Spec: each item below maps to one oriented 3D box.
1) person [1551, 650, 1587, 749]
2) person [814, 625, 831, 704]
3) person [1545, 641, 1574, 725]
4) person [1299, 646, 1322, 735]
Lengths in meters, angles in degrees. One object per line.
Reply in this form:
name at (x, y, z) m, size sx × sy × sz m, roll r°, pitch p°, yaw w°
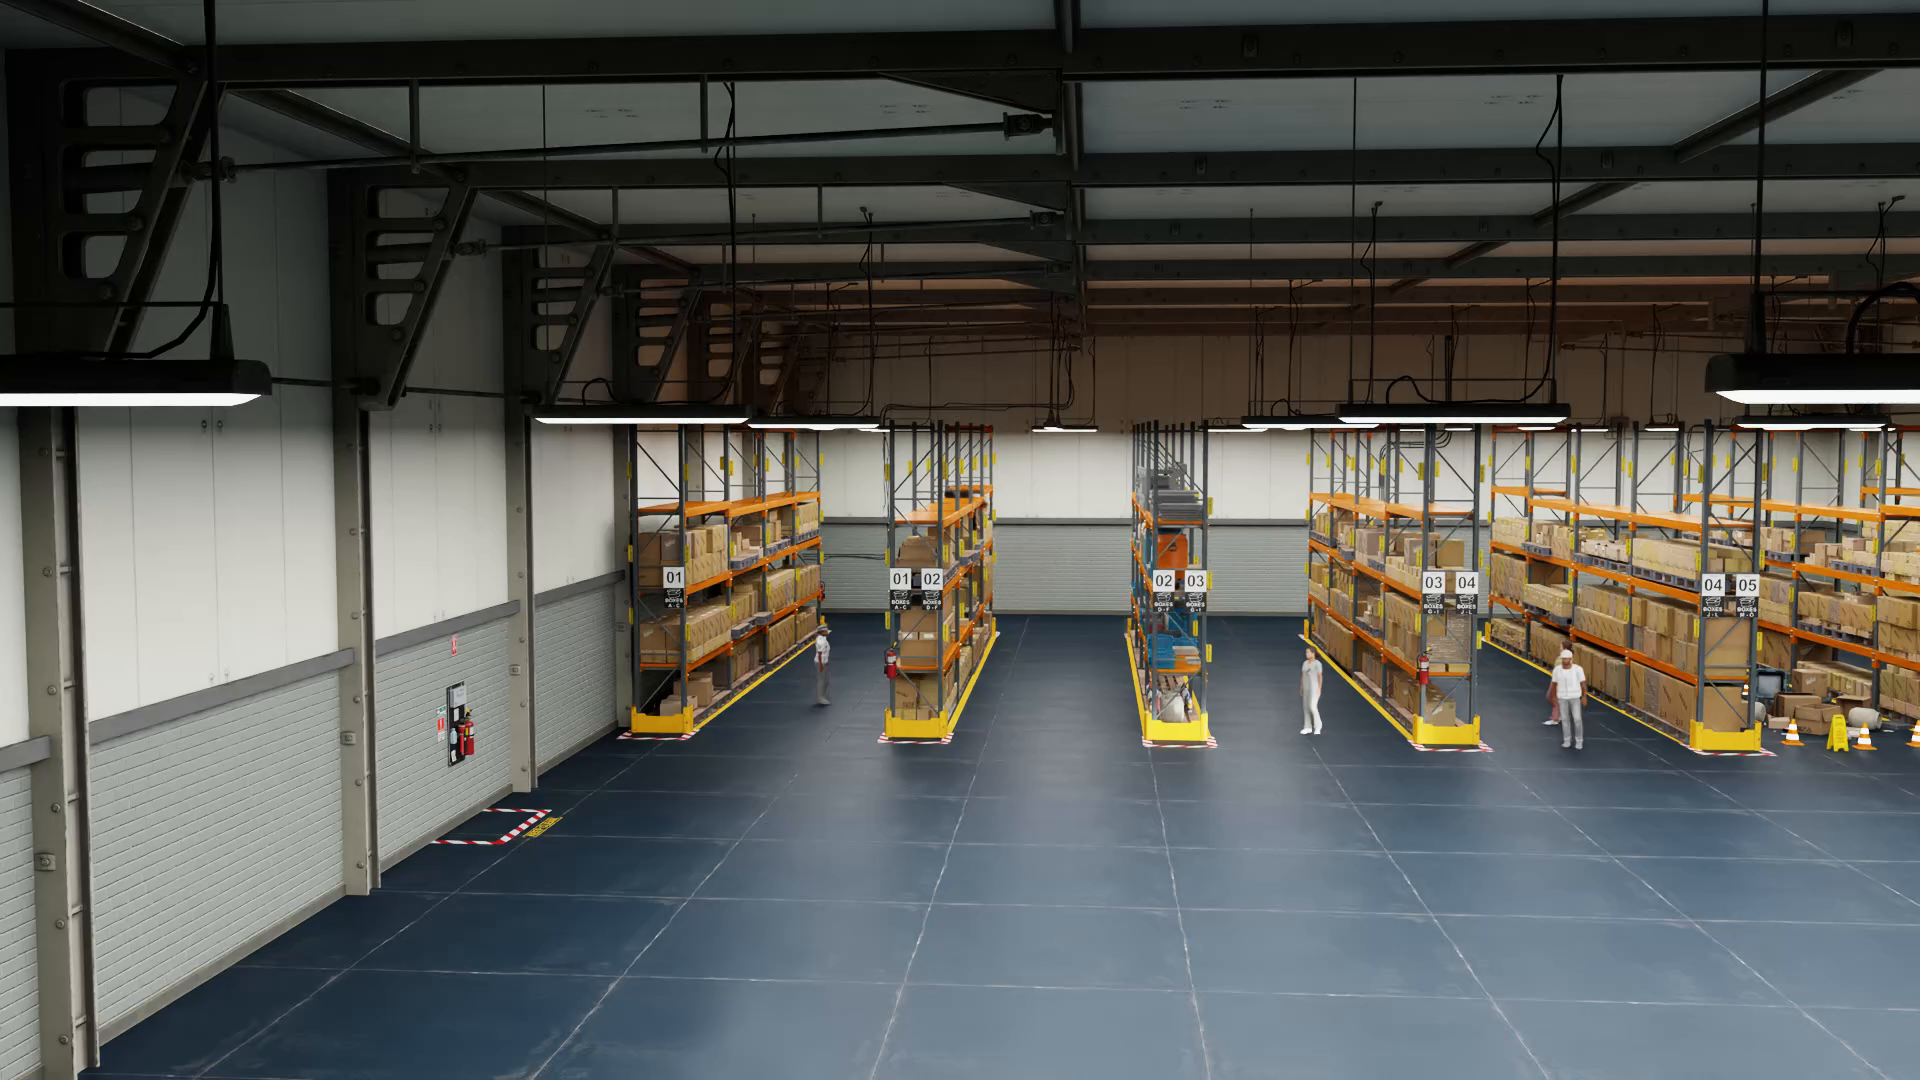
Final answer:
person at (11.148, 2.917, 30.492) m, size 0.624 × 1.803 × 0.401 m, roll 2°, pitch 4°, yaw 33°
person at (-2.940, 2.680, 35.518) m, size 0.350 × 1.764 × 0.522 m, roll 0°, pitch 4°, yaw 5°
person at (11.812, 2.813, 32.827) m, size 0.614 × 1.655 × 0.507 m, roll -1°, pitch 4°, yaw -18°
person at (6.708, 2.866, 31.812) m, size 0.390 × 1.674 × 0.479 m, roll -2°, pitch 4°, yaw -33°
